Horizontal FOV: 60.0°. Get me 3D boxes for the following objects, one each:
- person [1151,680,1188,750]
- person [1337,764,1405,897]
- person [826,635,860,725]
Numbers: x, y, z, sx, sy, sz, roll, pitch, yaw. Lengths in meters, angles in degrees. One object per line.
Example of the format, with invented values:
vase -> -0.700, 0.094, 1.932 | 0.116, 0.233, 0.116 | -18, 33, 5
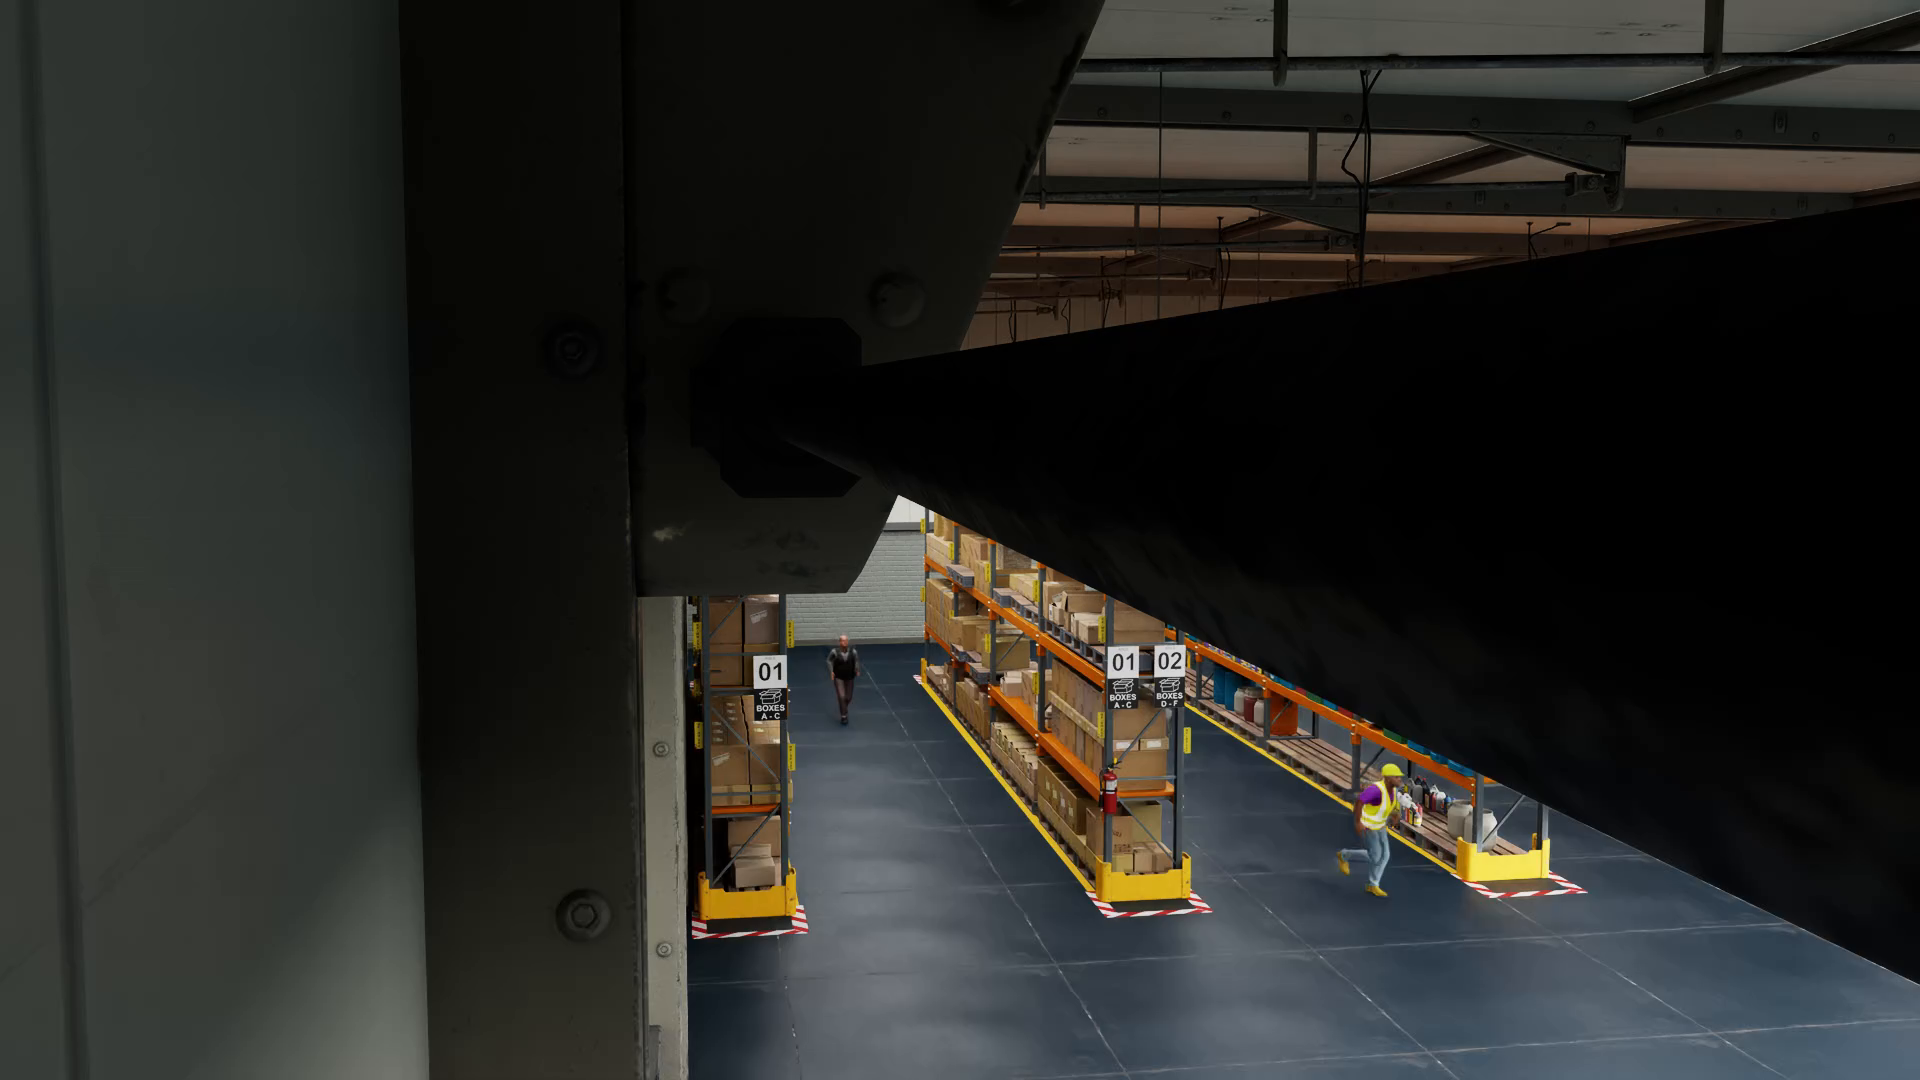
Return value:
person -> 3.735, 2.885, 29.871 | 0.605, 1.679, 0.890 | -1, 5, -14
person -> 5.223, 3.650, 21.141 | 0.863, 1.695, 0.698 | 4, 6, 36
person -> -2.260, 2.671, 32.138 | 0.648, 1.693, 0.793 | -1, 5, -16
